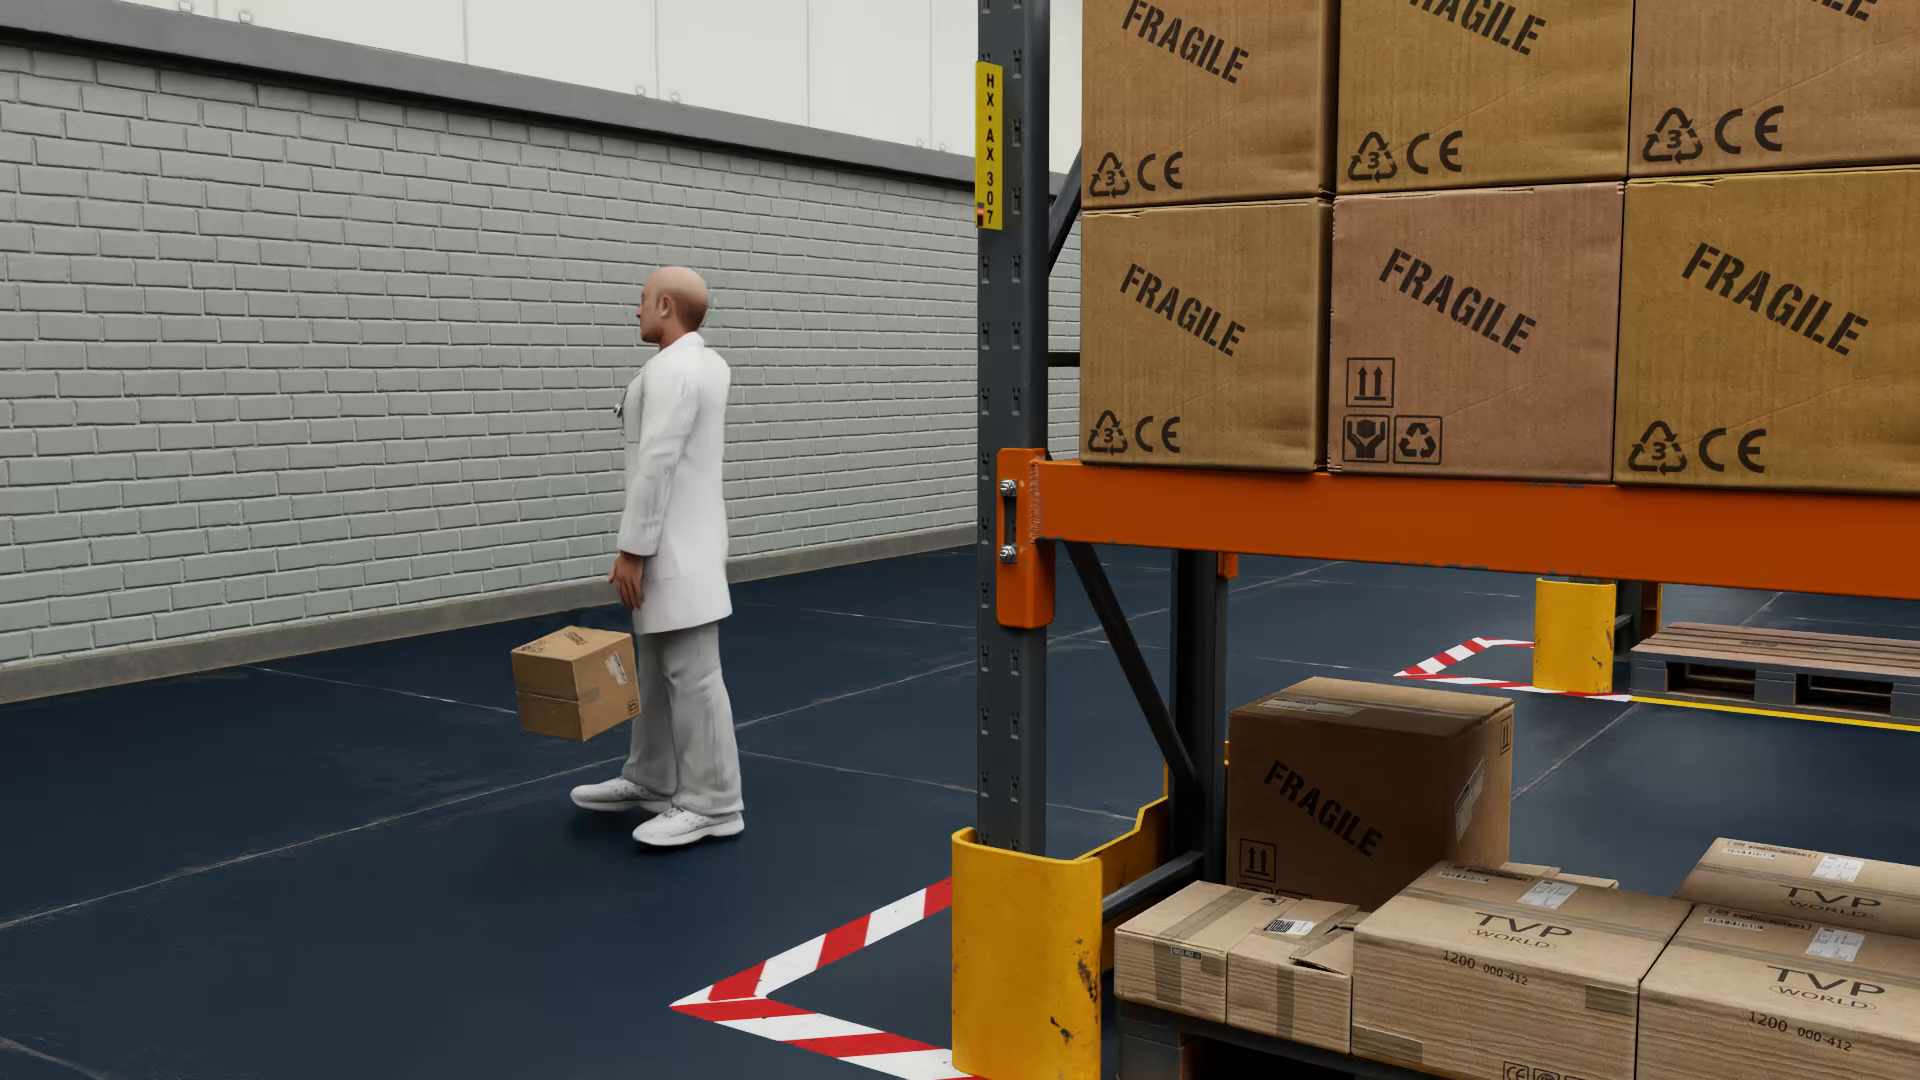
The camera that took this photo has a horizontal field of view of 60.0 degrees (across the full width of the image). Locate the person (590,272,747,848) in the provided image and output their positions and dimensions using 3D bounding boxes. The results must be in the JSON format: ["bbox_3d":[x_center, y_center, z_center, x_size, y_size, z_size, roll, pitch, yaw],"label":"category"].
[{"bbox_3d":[-0.943,0.037,5.341,0.685,1.775,0.768,3,7,23],"label":"person"}]
